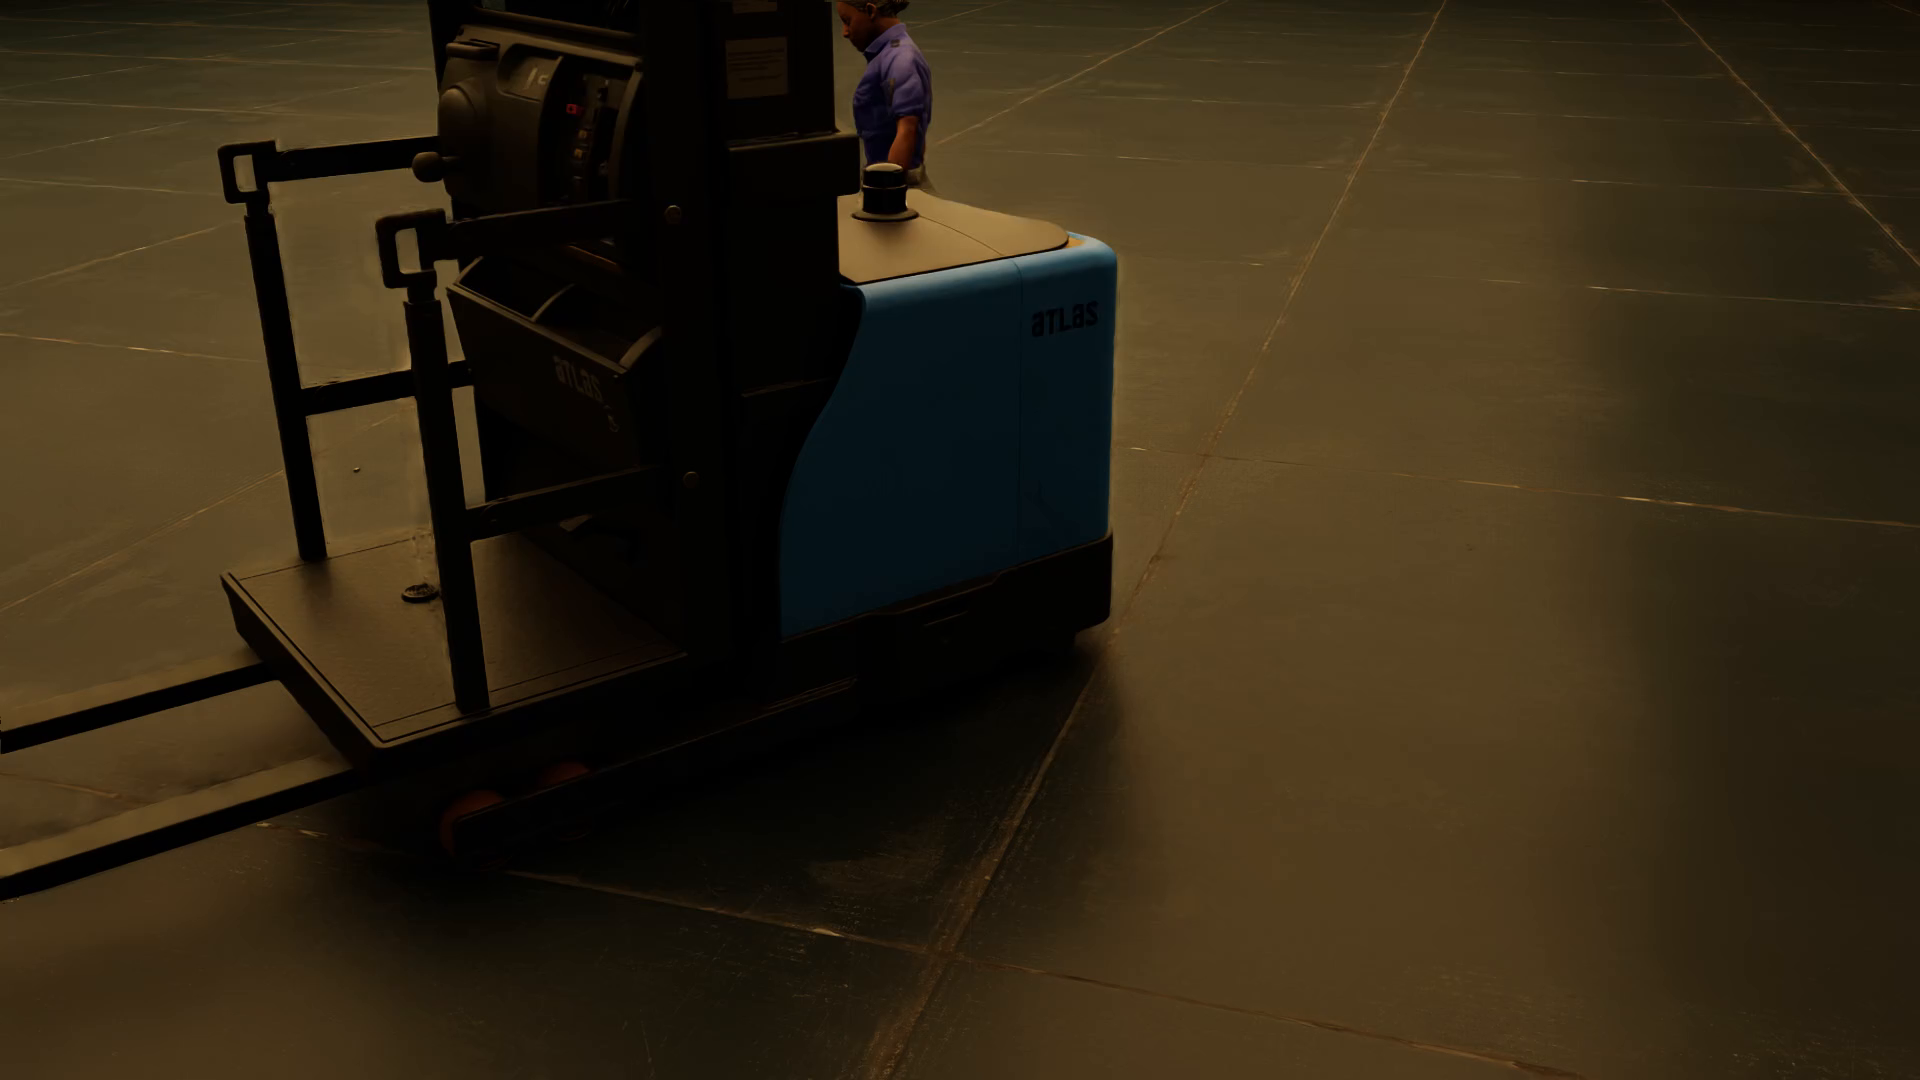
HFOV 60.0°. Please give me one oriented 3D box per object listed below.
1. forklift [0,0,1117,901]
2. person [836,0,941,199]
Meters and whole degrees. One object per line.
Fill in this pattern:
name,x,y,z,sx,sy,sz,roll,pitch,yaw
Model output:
forklift,-1.075,-0.894,3.444,3.031,2.935,1.130,-16,28,-34
person,-0.231,-1.125,5.790,0.373,1.610,0.847,1,22,2
